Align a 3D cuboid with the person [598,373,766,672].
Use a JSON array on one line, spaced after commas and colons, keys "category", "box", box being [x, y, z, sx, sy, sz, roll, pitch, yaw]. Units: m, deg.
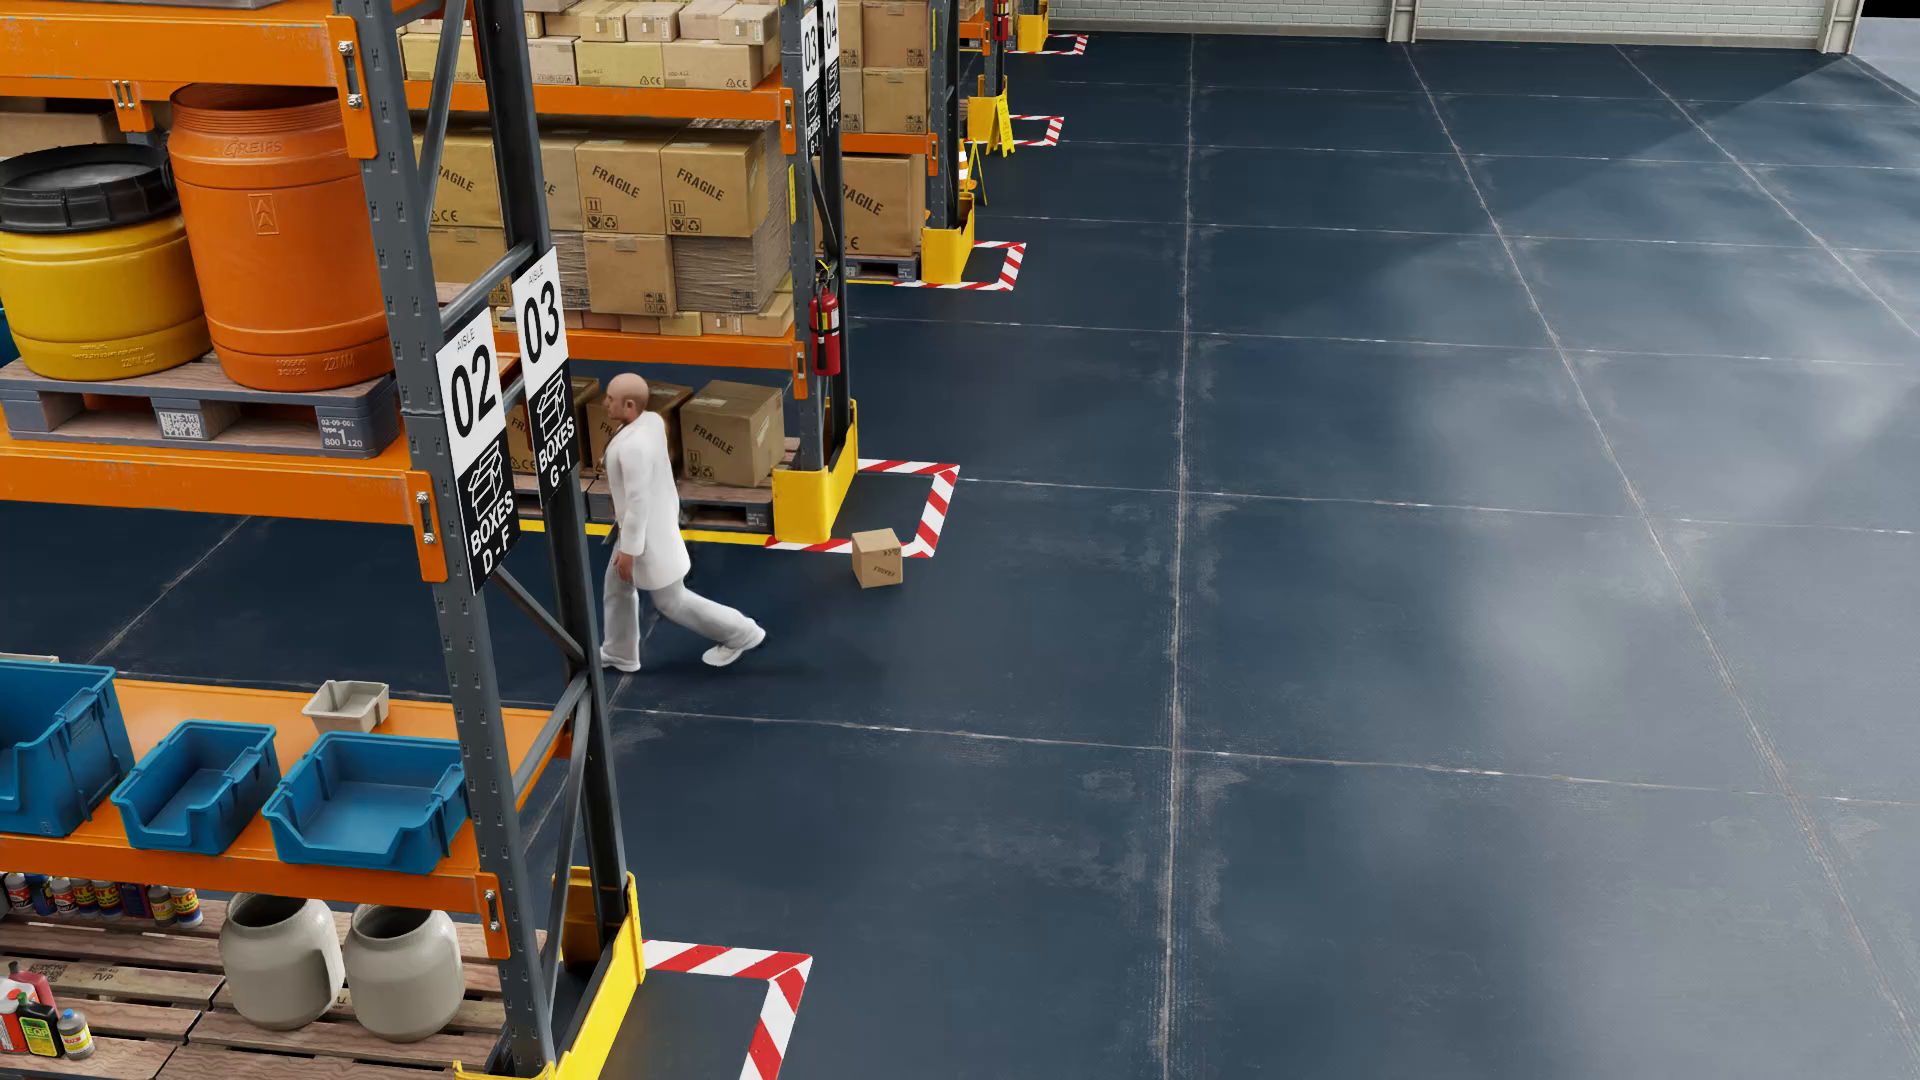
[{"category": "person", "box": [-1.590, -0.051, 8.731, 1.064, 1.740, 0.602, -3, 28, -6]}]
